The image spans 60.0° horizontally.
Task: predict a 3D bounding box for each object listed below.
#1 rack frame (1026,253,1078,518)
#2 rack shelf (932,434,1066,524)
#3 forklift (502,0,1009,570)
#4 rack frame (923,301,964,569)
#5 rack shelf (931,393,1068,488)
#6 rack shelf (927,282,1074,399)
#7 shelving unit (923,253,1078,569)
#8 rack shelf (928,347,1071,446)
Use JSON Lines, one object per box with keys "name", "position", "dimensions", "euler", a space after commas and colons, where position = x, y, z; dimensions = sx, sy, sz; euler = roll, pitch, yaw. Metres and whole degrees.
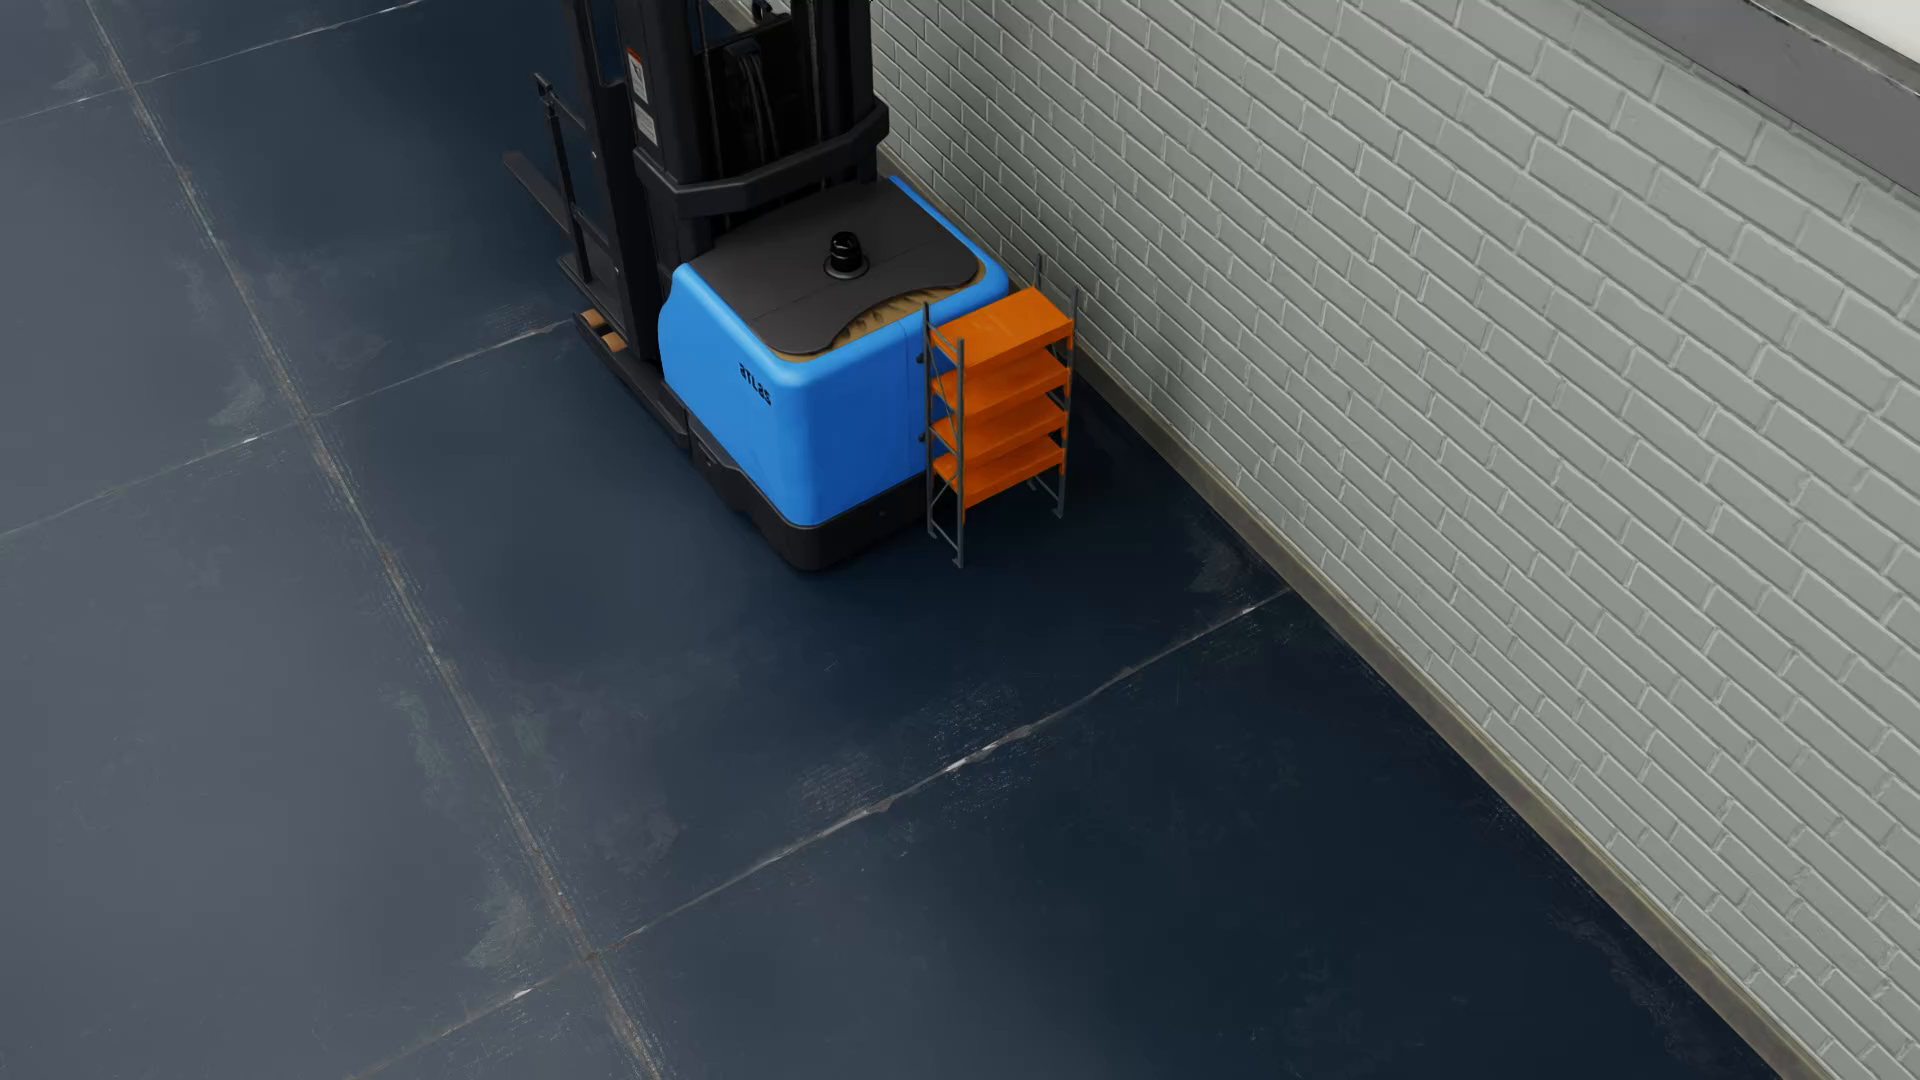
{"name": "rack frame", "position": [0.347, -0.564, 6.394], "dimensions": [0.015, 1.200, 0.240], "euler": [-27, 53, -22]}
{"name": "rack shelf", "position": [0.144, -0.286, 6.503], "dimensions": [0.480, 0.148, 0.258], "euler": [-27, 53, -22]}
{"name": "forklift", "position": [-1.068, -1.924, 6.446], "dimensions": [1.130, 2.935, 3.031], "euler": [-28, 54, -23]}
{"name": "rack frame", "position": [-0.059, -0.362, 6.214], "dimensions": [0.015, 1.200, 0.240], "euler": [-27, 53, -22]}
{"name": "rack shelf", "position": [0.144, -0.418, 6.354], "dimensions": [0.480, 0.148, 0.258], "euler": [-27, 53, -22]}
{"name": "rack shelf", "position": [0.144, -0.724, 6.011], "dimensions": [0.480, 0.148, 0.258], "euler": [-27, 53, -22]}
{"name": "shelving unit", "position": [0.144, -0.463, 6.304], "dimensions": [0.503, 1.200, 0.258], "euler": [-27, 53, -22]}
{"name": "rack shelf", "position": [0.144, -0.567, 6.187], "dimensions": [0.480, 0.148, 0.258], "euler": [-27, 53, -22]}
